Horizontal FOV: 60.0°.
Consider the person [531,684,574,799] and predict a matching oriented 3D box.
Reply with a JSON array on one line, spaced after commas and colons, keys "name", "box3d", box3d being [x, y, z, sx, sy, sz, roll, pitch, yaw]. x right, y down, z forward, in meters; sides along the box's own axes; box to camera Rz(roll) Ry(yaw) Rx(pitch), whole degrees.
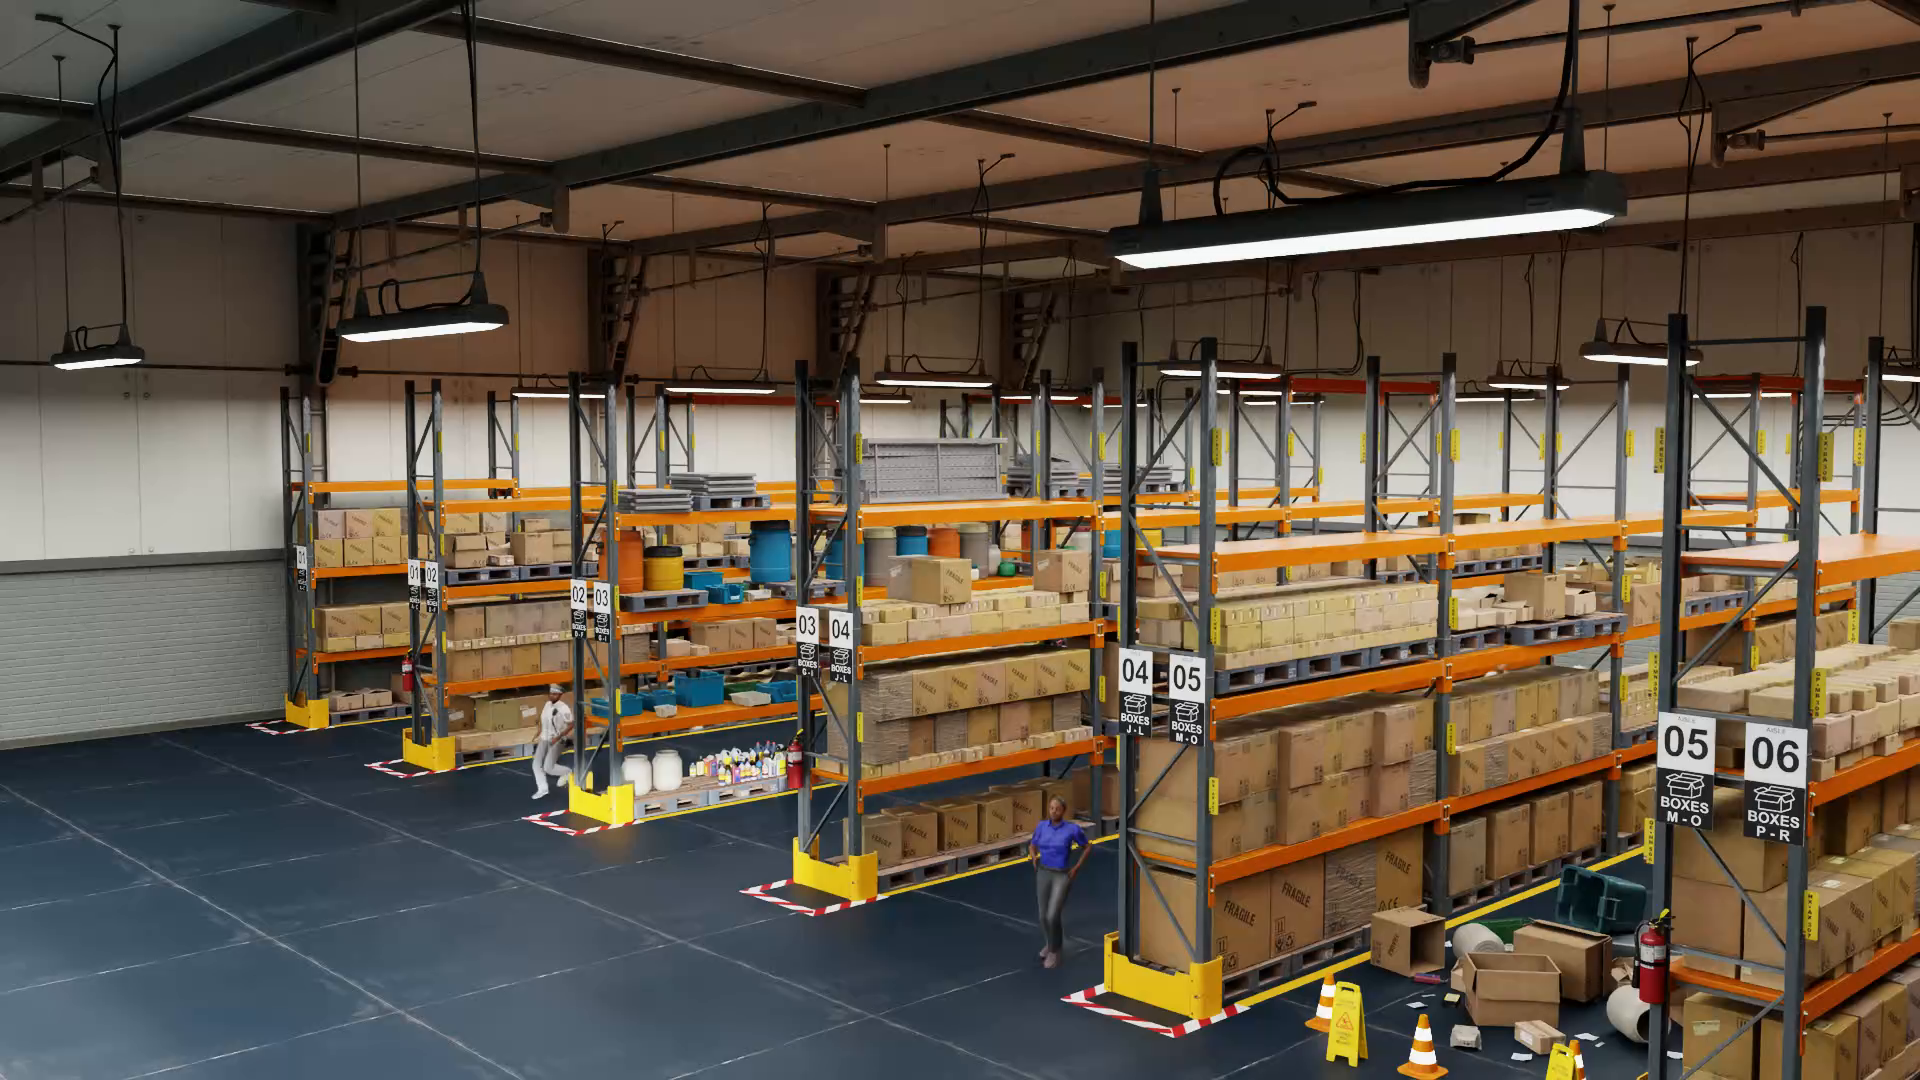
[{"name": "person", "box3d": [-5.759, 2.850, 23.698, 0.613, 1.659, 0.613, 2, 4, 32]}]

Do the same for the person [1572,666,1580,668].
[{"name": "person", "box3d": [9.013, 2.724, 24.359, 0.940, 1.751, 0.706, -4, 5, -44]}]

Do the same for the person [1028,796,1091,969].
[{"name": "person", "box3d": [0.925, 3.326, 16.135, 0.582, 1.663, 0.639, 2, 4, 29]}]

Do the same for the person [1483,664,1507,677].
[{"name": "person", "box3d": [8.314, 2.660, 25.680, 0.726, 1.745, 0.627, 3, 5, 41]}]
